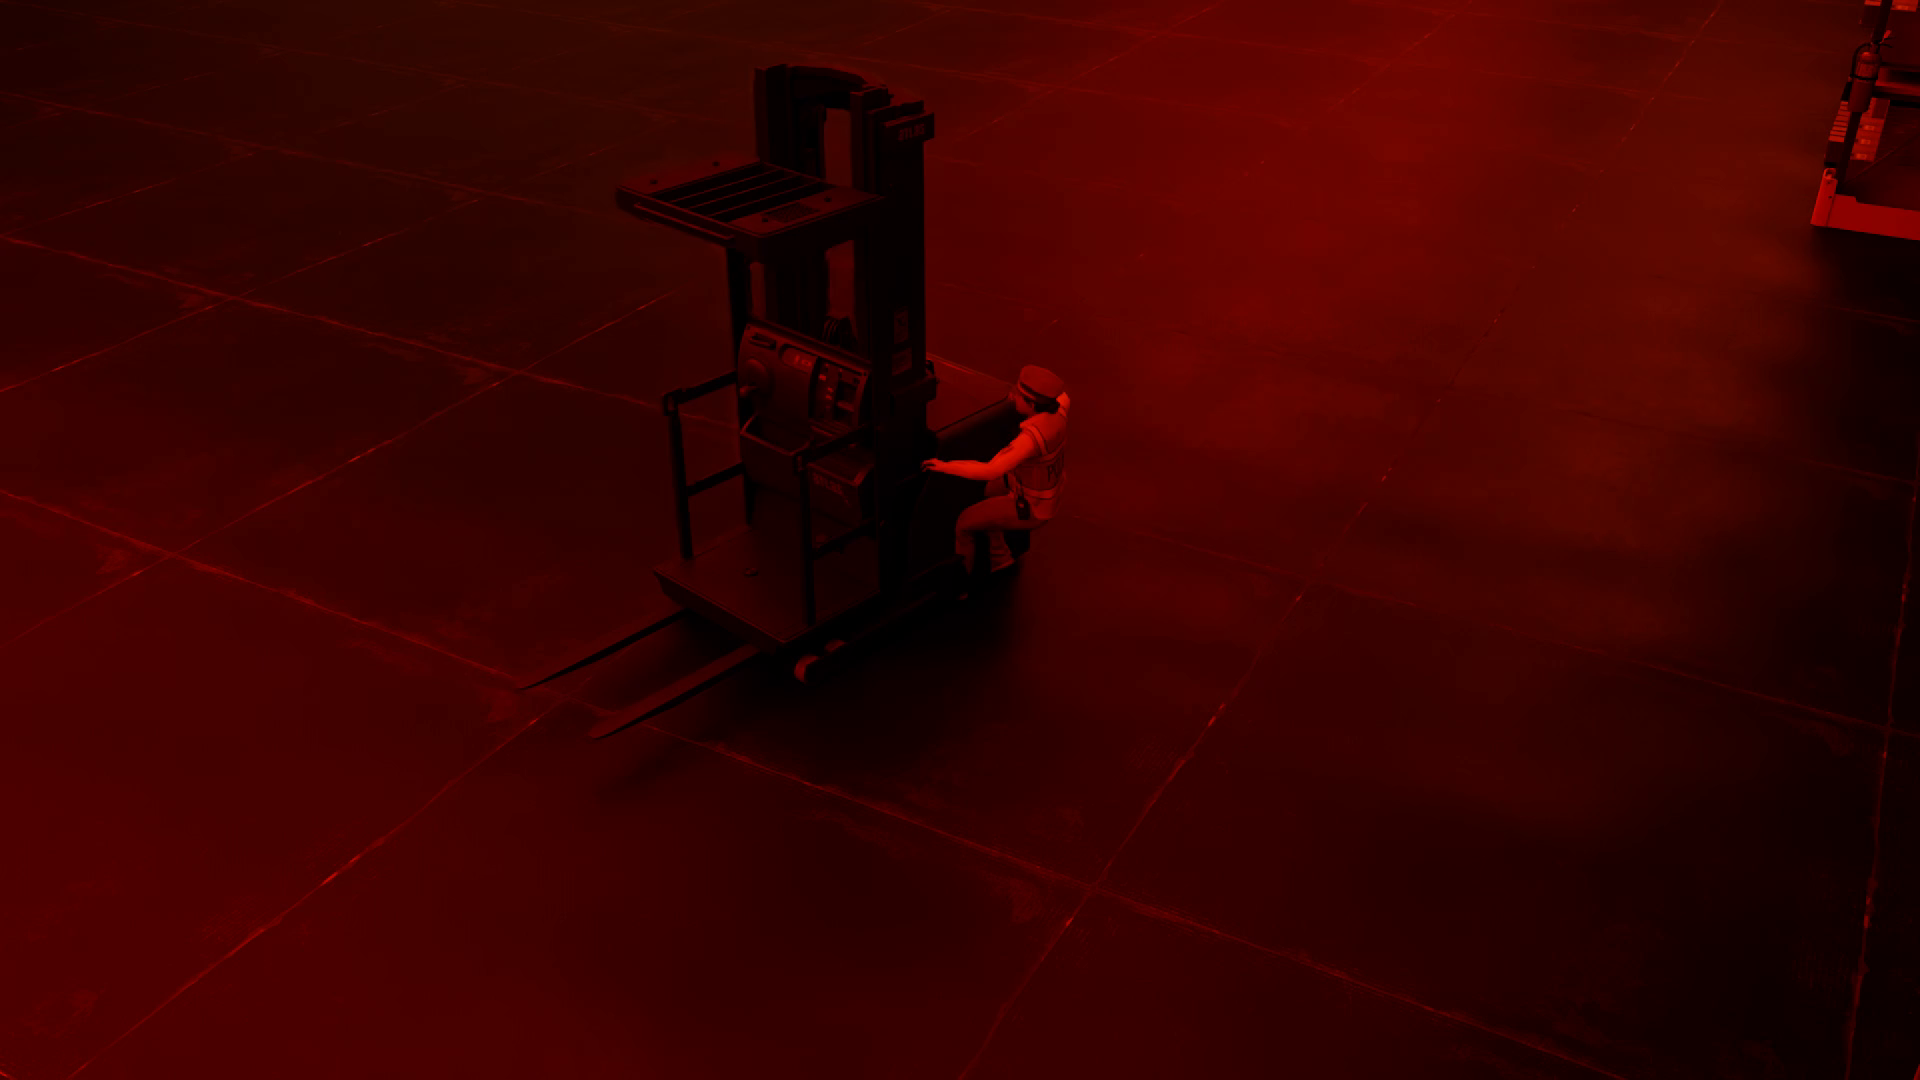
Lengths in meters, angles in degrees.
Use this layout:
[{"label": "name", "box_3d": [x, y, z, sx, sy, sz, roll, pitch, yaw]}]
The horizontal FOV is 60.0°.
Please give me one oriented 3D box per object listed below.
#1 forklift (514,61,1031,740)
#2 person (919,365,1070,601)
[{"label": "forklift", "box_3d": [-0.956, -0.797, 8.451, 1.130, 2.935, 3.031, 25, 38, 36]}, {"label": "person", "box_3d": [0.185, -0.336, 9.120, 0.795, 1.451, 0.967, 8, 31, 14]}]
